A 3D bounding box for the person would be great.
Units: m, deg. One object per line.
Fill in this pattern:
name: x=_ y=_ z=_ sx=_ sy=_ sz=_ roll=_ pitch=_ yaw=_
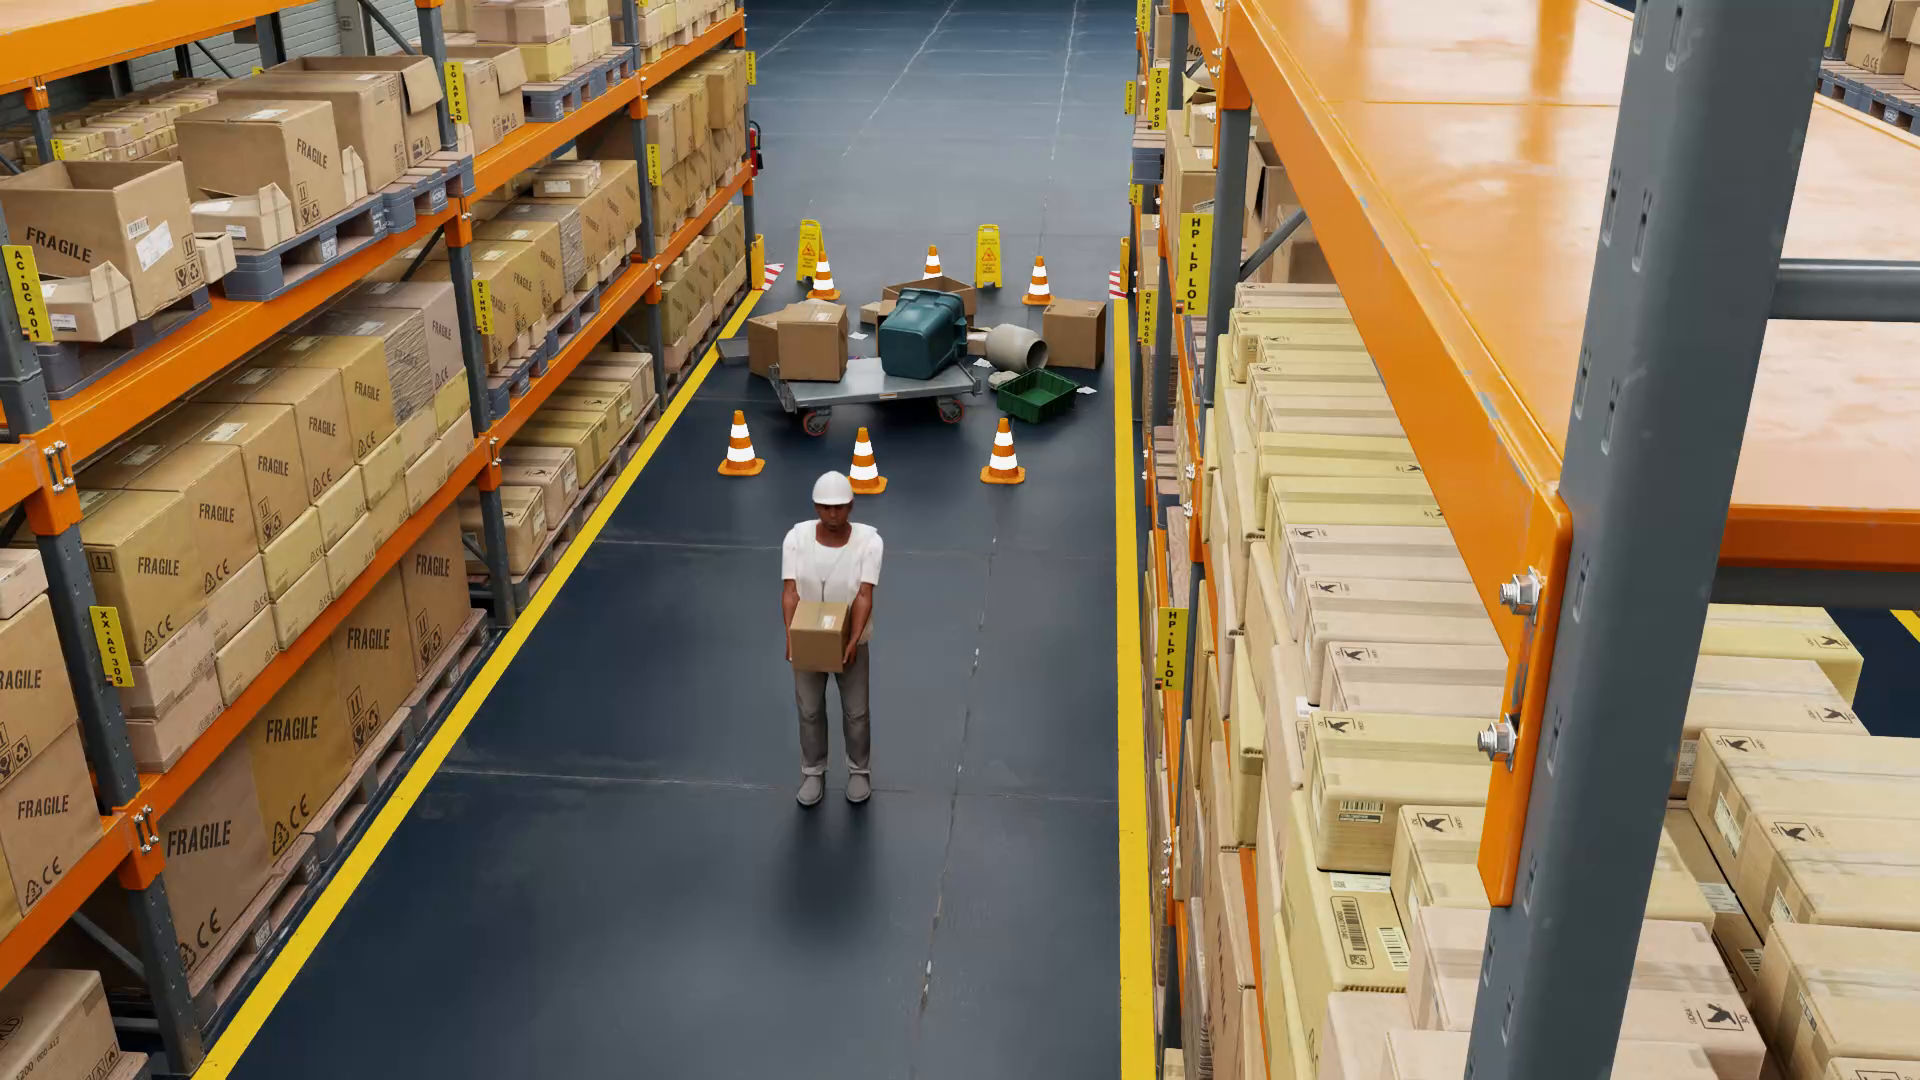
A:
person: x=-0.645 y=0.513 z=8.450 sx=0.631 sy=1.760 sz=0.463 roll=2 pitch=24 yaw=3
